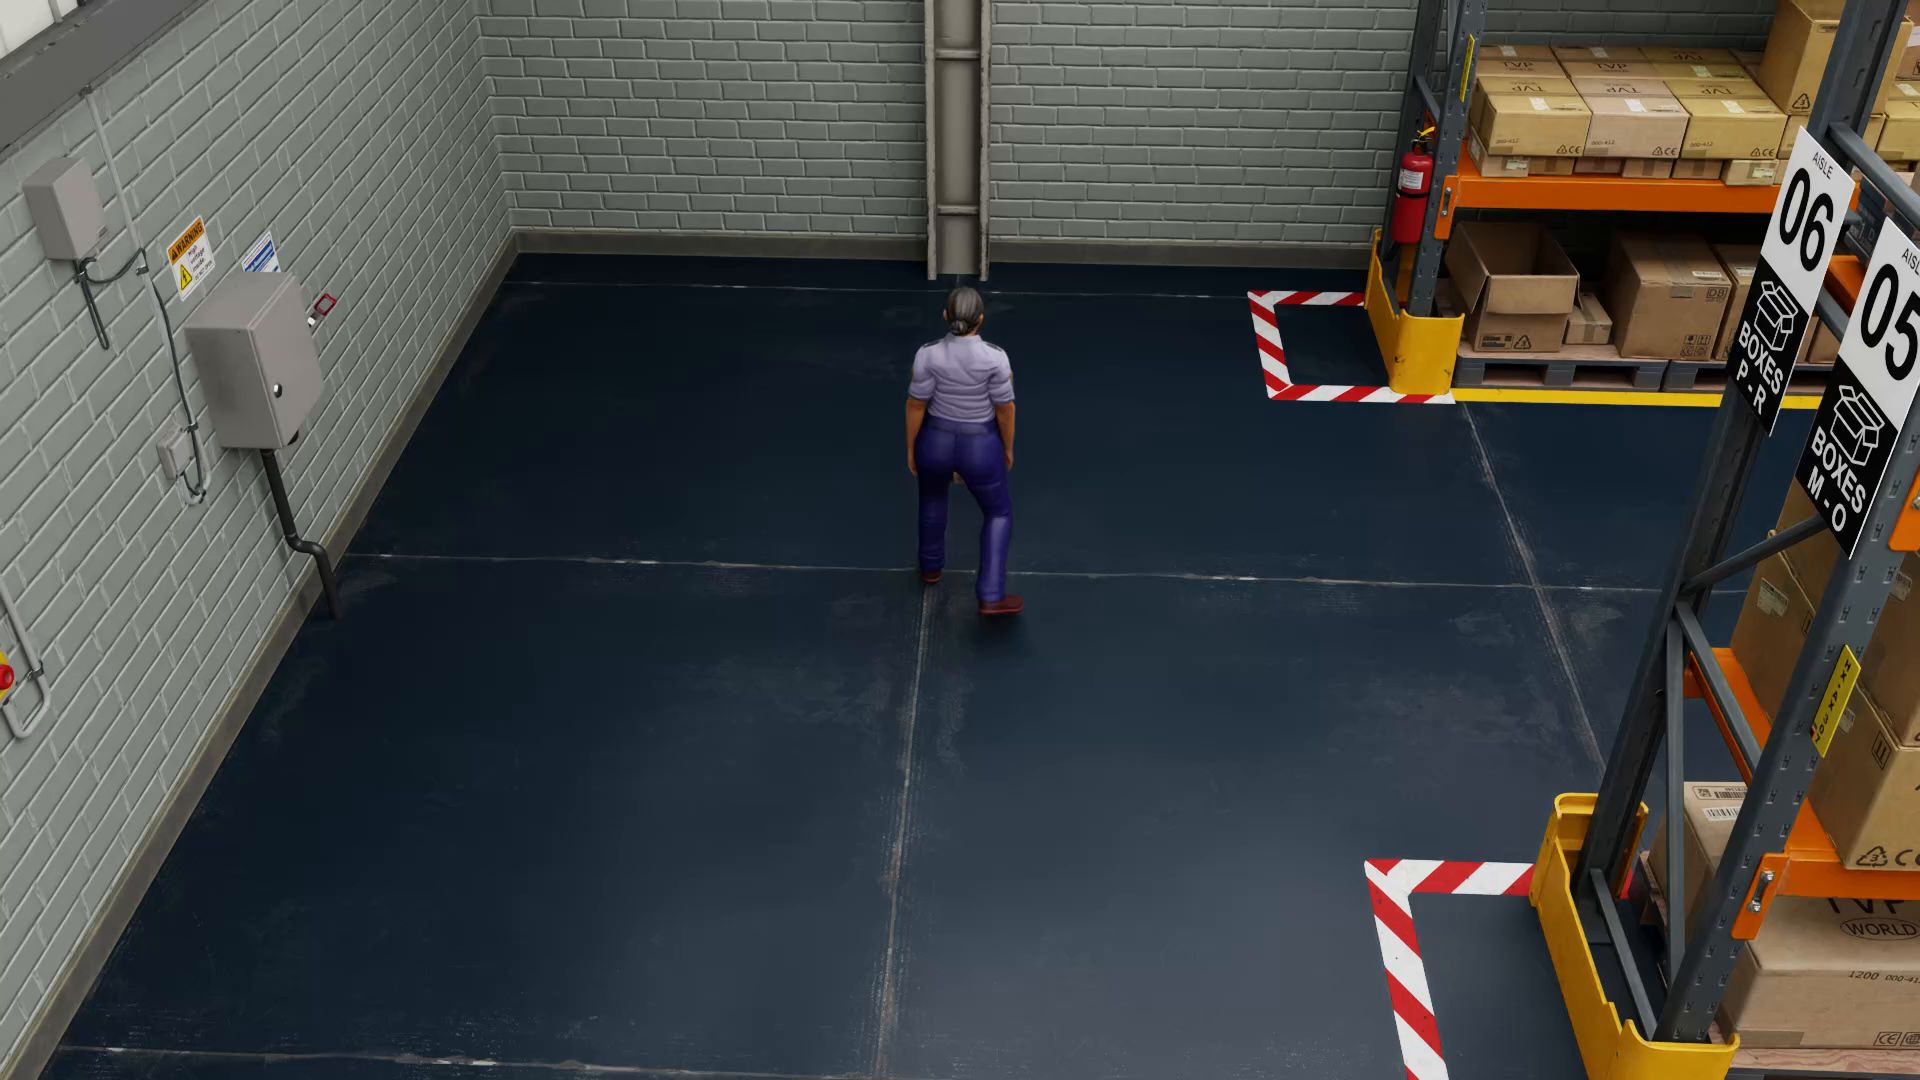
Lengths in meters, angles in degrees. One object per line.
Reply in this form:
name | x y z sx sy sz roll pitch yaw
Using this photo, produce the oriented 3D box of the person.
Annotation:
person | 0.033 -0.392 7.676 0.577 1.622 0.698 4 36 5
